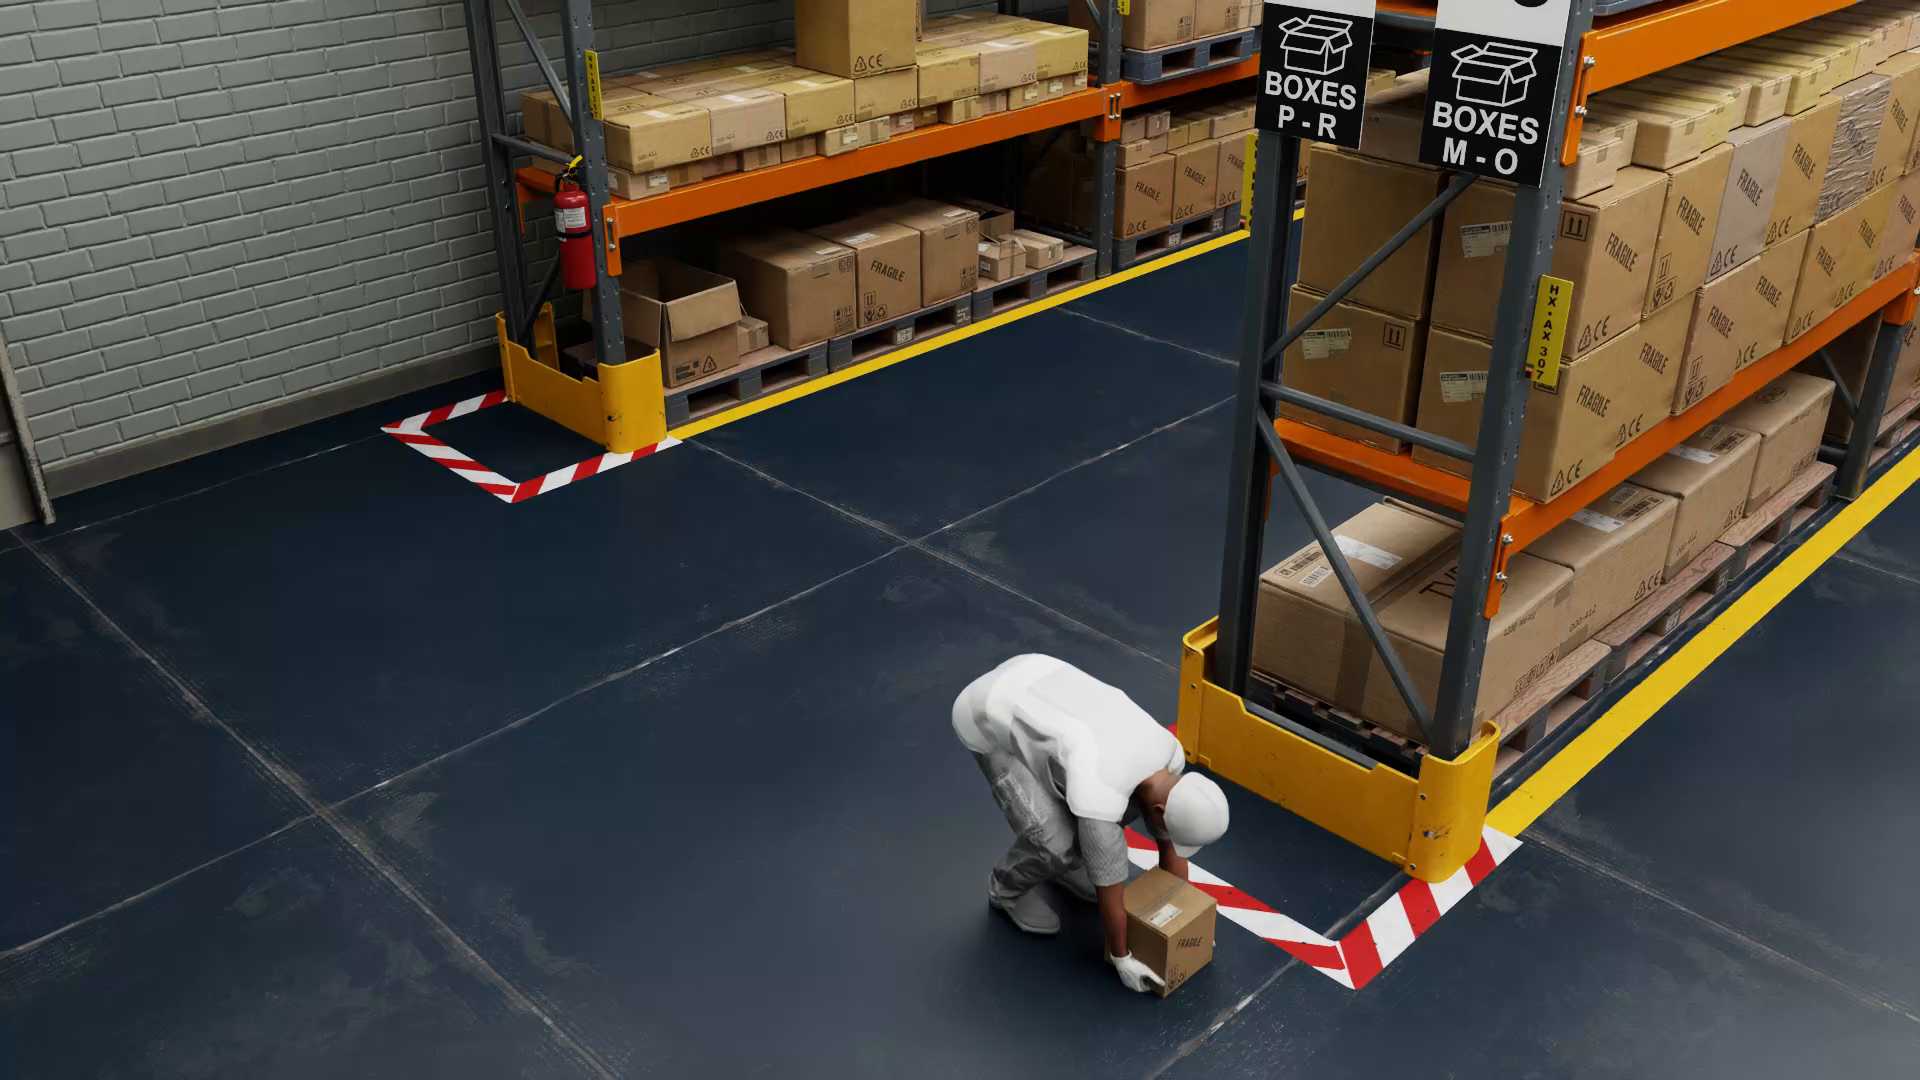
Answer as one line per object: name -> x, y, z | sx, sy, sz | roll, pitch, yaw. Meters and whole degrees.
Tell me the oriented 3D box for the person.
person -> 0.427, 0.583, 5.234 | 0.822, 1.544, 0.478 | 24, 36, 38
